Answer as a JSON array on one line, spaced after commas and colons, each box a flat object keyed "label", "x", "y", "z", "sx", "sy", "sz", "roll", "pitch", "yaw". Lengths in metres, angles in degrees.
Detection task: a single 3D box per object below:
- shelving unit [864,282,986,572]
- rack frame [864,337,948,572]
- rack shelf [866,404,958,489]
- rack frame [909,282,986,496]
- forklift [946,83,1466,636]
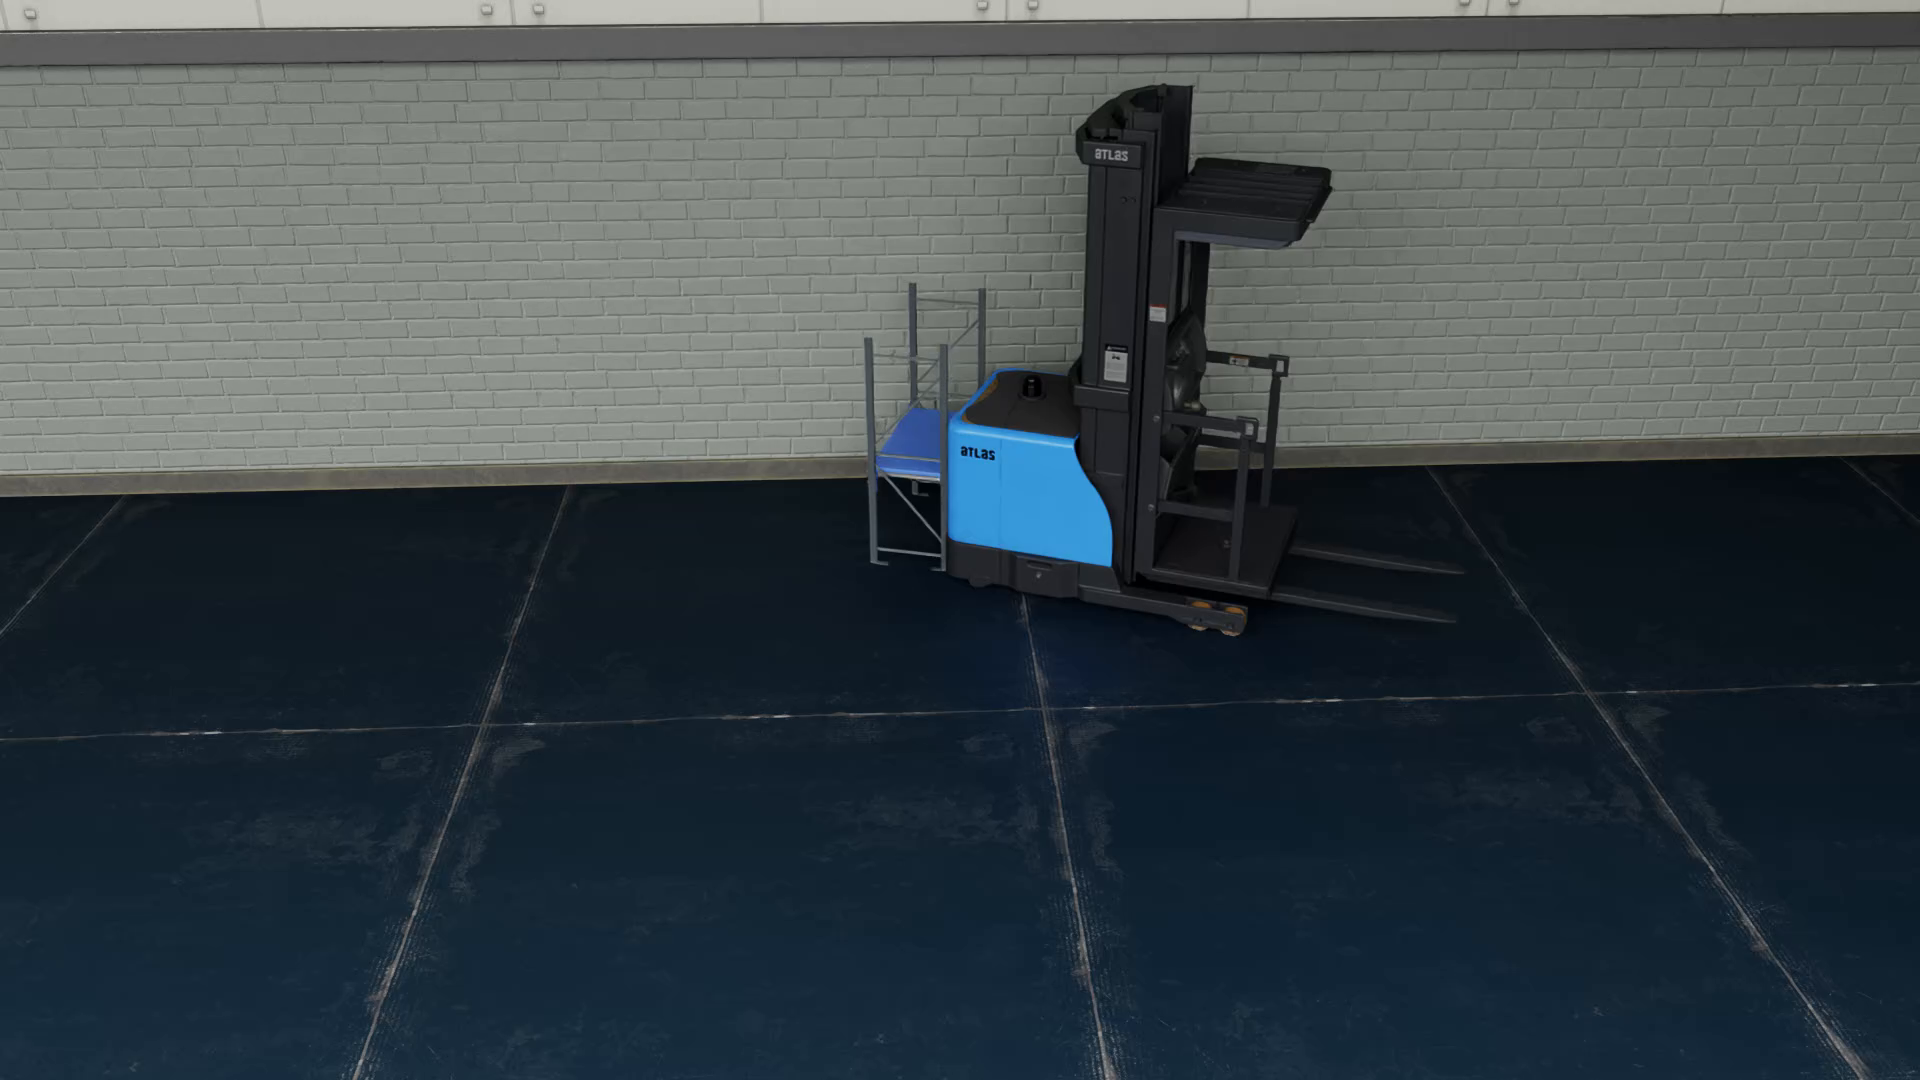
[{"label": "shelving unit", "x": -0.199, "y": -0.727, "z": 10.522, "sx": 0.538, "sy": 1.500, "sz": 1.048, "roll": 6, "pitch": 28, "yaw": 12}, {"label": "rack frame", "x": -0.316, "y": -0.498, "z": 10.084, "sx": 0.500, "sy": 1.500, "sz": 0.032, "roll": 6, "pitch": 28, "yaw": 12}, {"label": "rack shelf", "x": -0.199, "y": -0.568, "z": 10.606, "sx": 0.538, "sy": 0.185, "sz": 1.000, "roll": 6, "pitch": 28, "yaw": 12}, {"label": "rack frame", "x": -0.082, "y": -0.956, "z": 10.961, "sx": 0.500, "sy": 1.500, "sz": 0.032, "roll": 6, "pitch": 28, "yaw": 12}, {"label": "forklift", "x": 1.486, "y": -1.018, "z": 9.533, "sx": 3.031, "sy": 2.935, "sz": 1.130, "roll": 9, "pitch": 29, "yaw": 17}]
